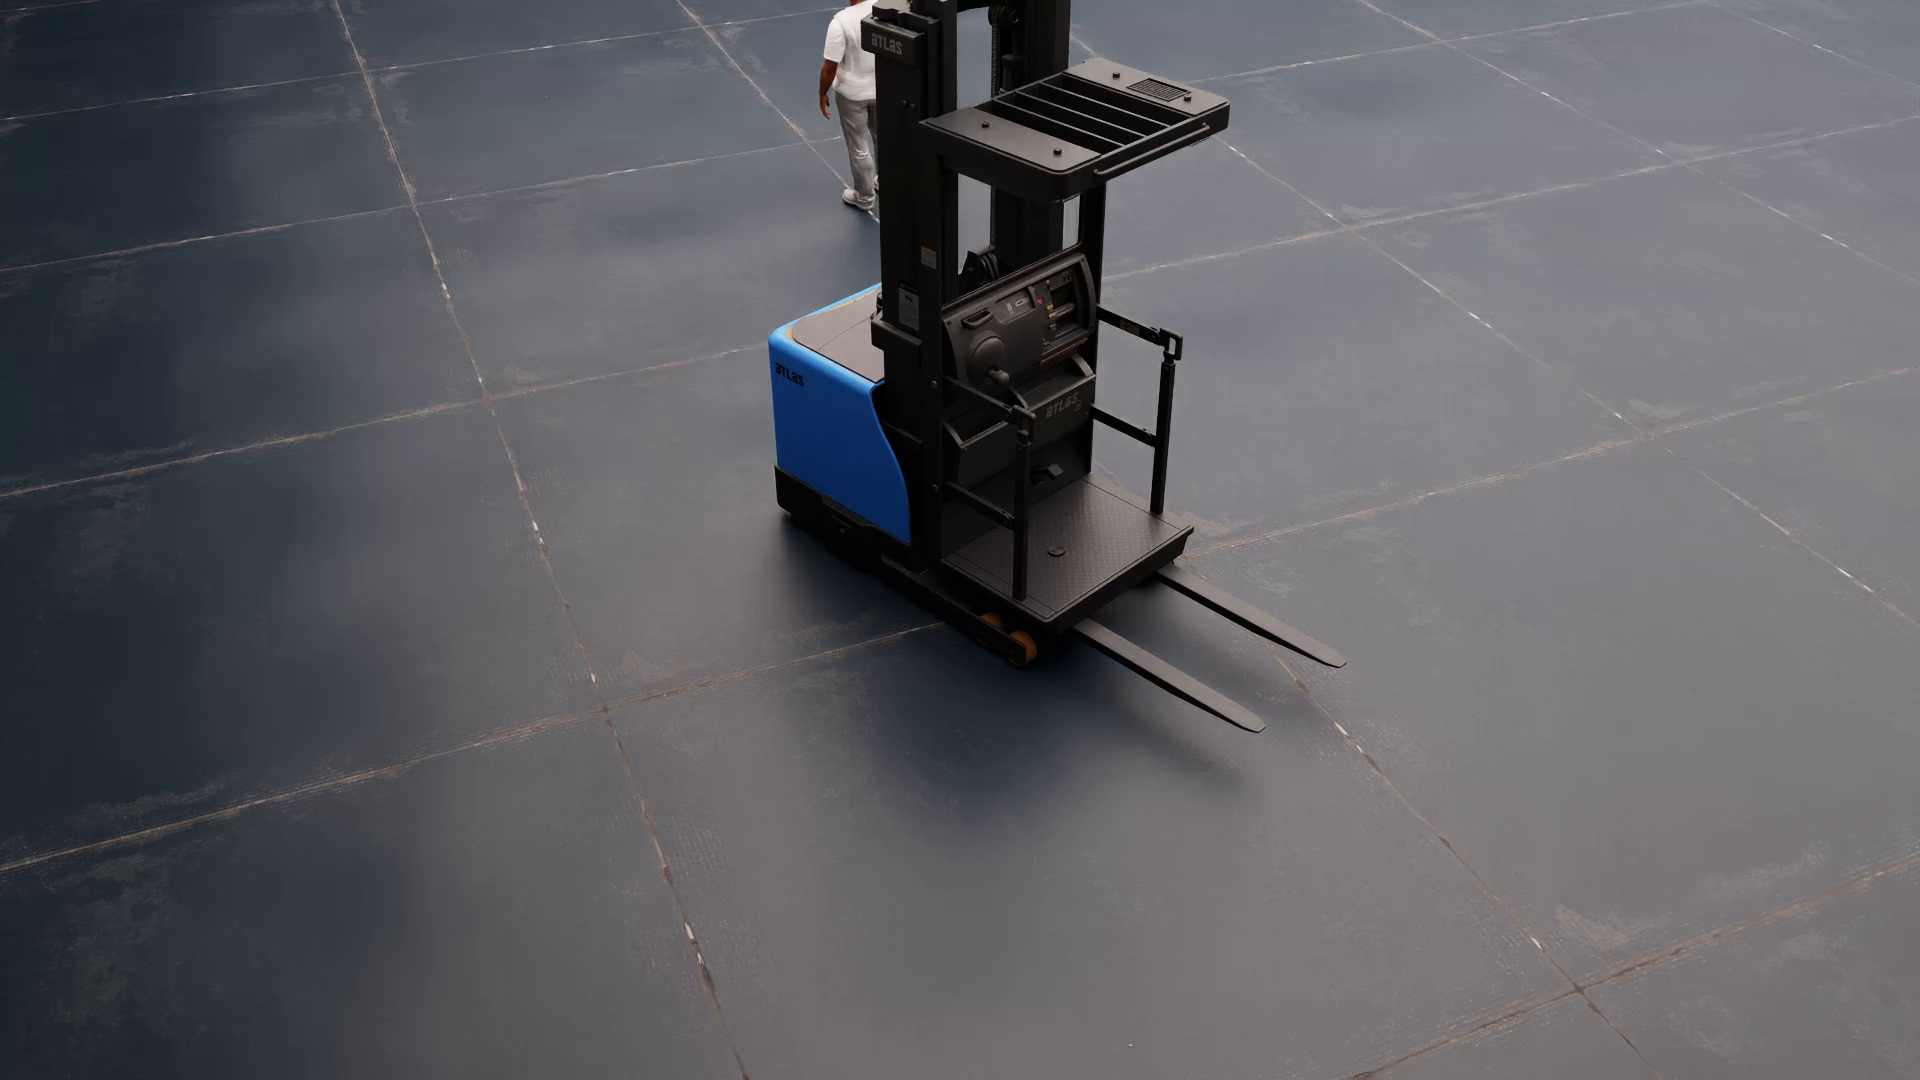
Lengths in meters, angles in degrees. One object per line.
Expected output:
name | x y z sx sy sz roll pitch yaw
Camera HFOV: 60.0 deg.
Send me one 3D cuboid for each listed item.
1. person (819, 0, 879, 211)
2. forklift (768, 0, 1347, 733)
person | -0.701 -3.154 11.527 0.666 1.766 0.576 -18 39 -24
forklift | 0.432 -0.946 7.429 3.031 2.935 1.130 30 45 35
